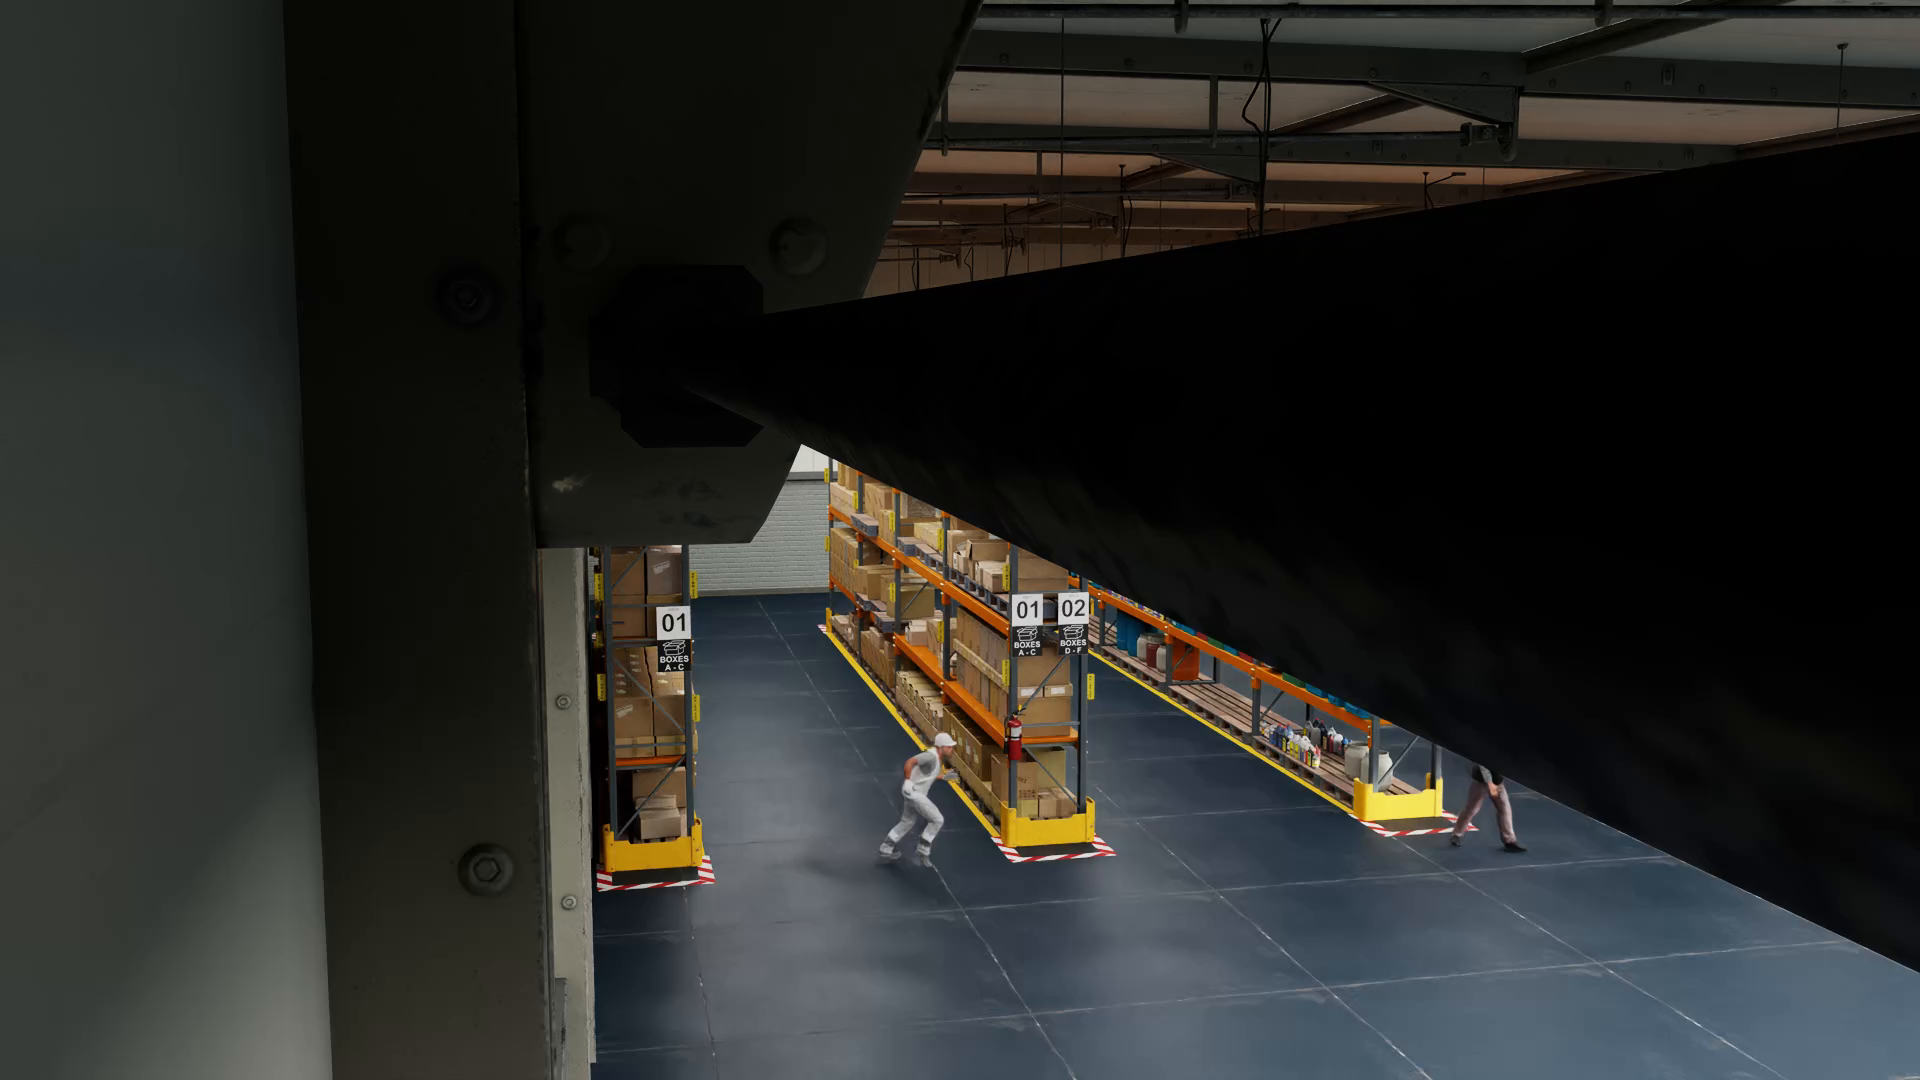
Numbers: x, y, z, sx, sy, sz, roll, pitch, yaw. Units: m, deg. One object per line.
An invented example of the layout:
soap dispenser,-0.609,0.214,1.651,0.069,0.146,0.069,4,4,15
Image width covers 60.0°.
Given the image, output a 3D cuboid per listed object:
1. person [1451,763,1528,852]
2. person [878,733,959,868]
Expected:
person,6.633,3.032,20.781,0.661,1.673,0.891,-6,9,-43
person,-0.516,3.151,20.080,0.994,1.685,0.706,1,7,10
